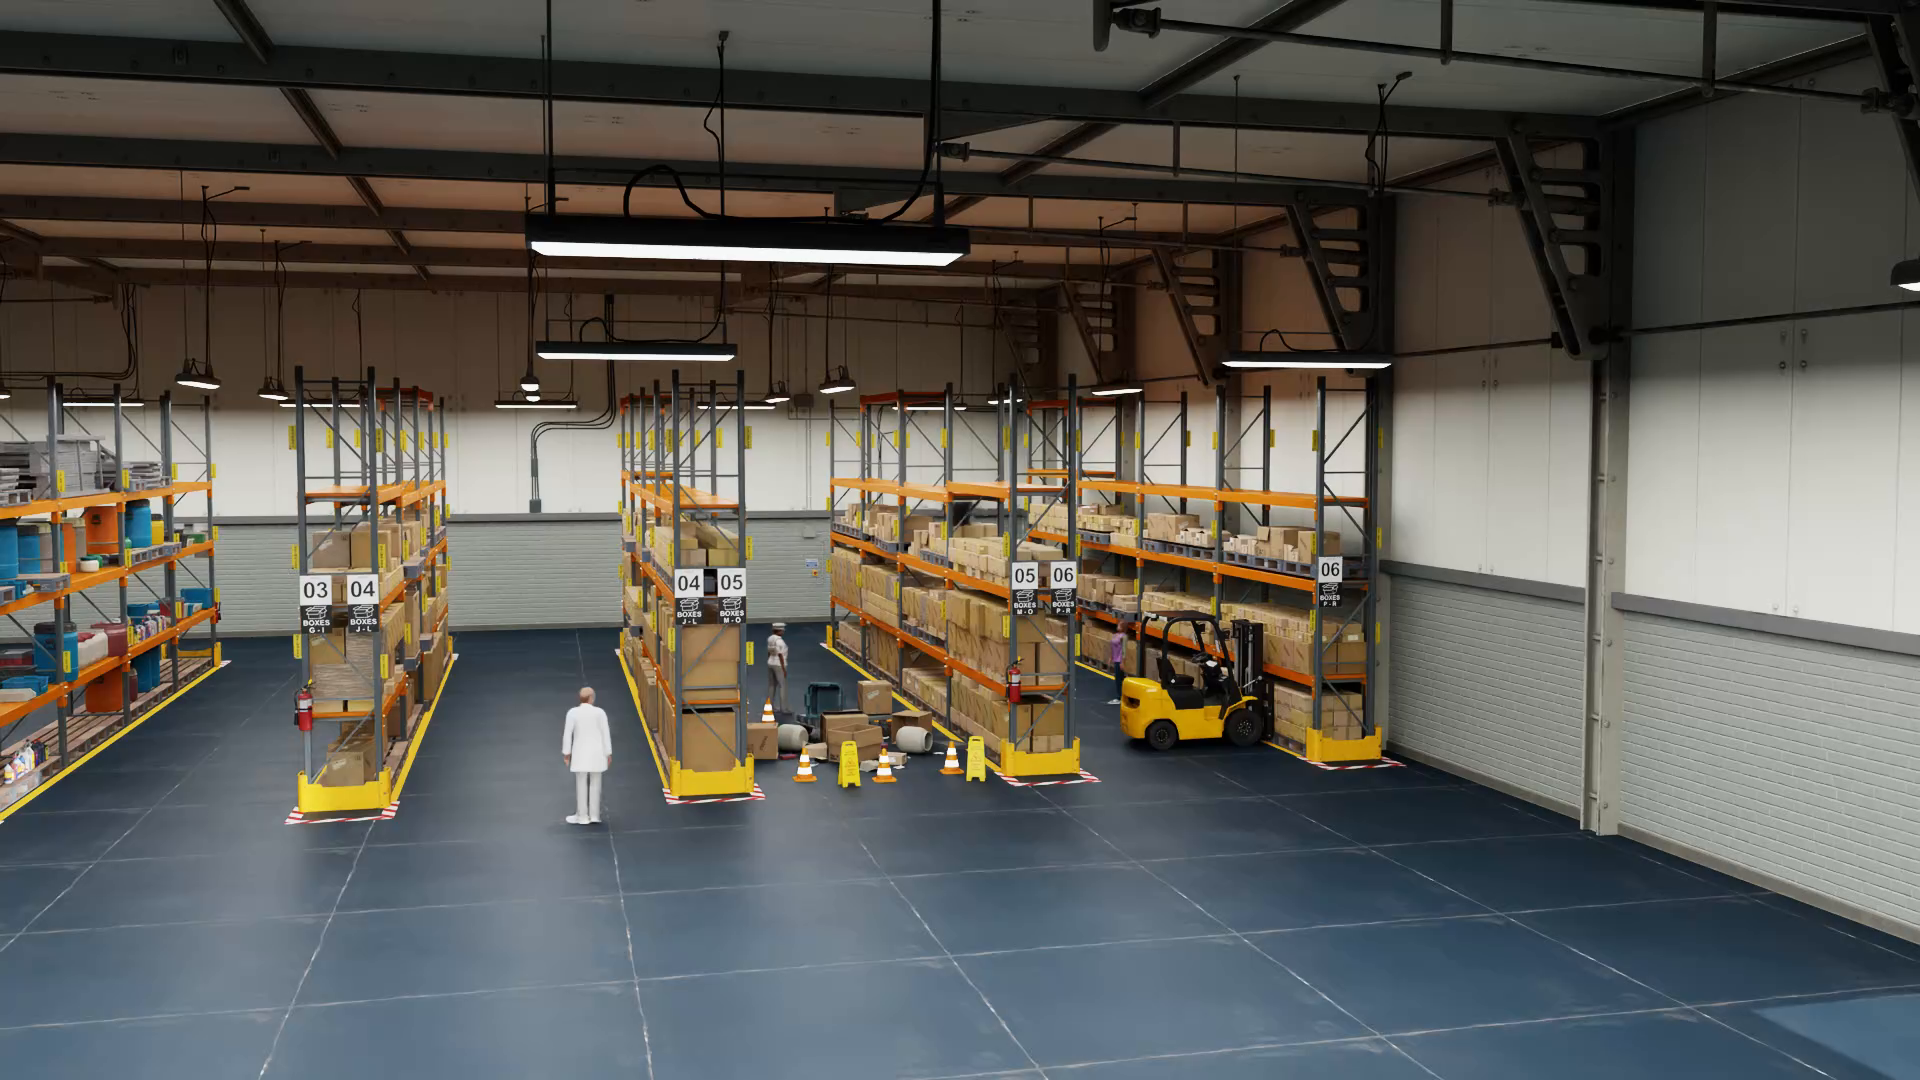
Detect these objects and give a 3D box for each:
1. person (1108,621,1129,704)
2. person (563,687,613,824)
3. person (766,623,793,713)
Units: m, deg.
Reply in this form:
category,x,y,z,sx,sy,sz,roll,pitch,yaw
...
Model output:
category,x,y,z,sx,sy,sz,roll,pitch,yaw
person,3.025,2.328,31.661,0.409,1.583,0.467,0,3,2
person,-4.871,2.823,21.742,0.659,1.815,0.428,0,3,-4
person,-3.319,2.351,30.530,0.394,1.662,0.517,-3,4,-40
